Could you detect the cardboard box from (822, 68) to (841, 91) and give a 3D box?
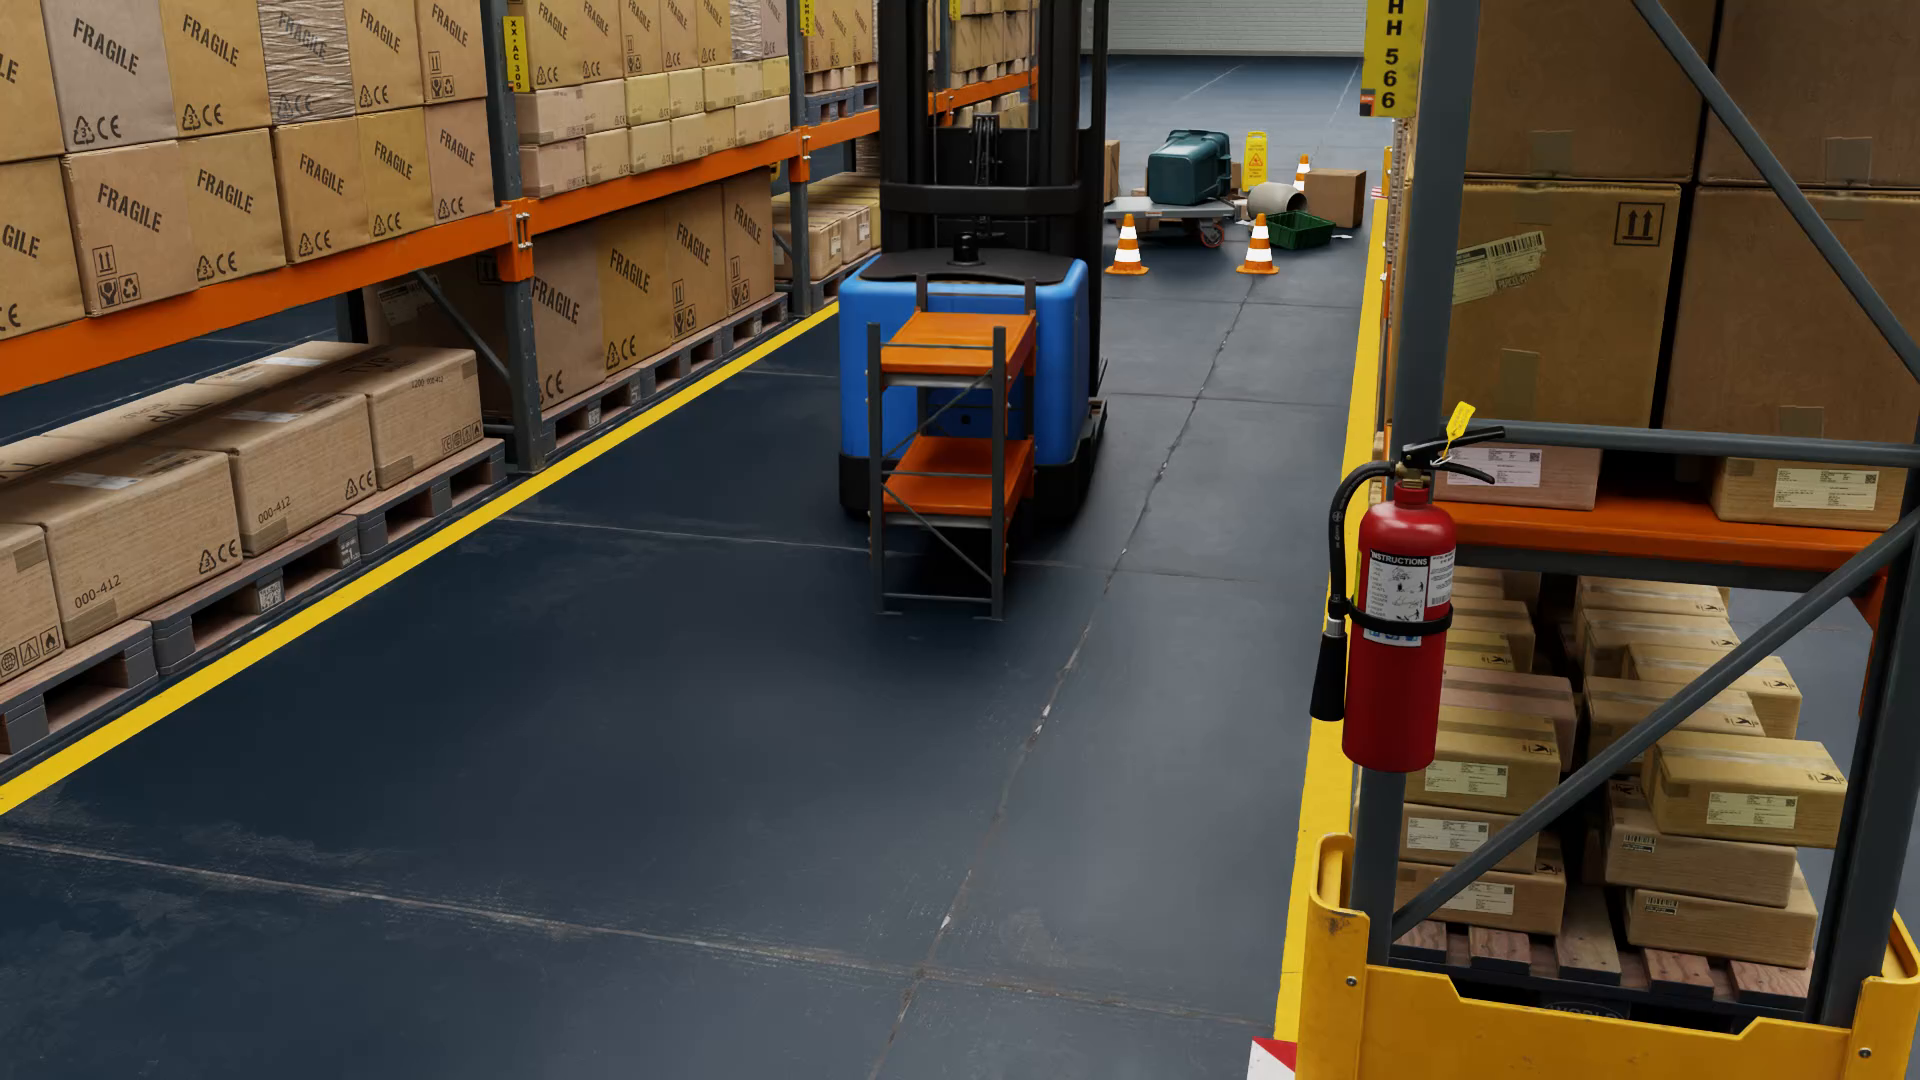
[{"bbox_3d":[-1.089,-3.375,12.167,0.380,0.149,0.250,3,19,10],"label":"cardboard box"}]

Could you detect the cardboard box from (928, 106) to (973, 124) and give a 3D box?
[{"bbox_3d":[-0.090,-4.051,15.848,0.380,0.149,0.250,5,19,14],"label":"cardboard box"}]

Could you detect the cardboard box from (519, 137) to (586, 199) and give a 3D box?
[{"bbox_3d":[-2.176,-1.832,8.144,0.500,0.250,0.500,4,19,12],"label":"cardboard box"}]

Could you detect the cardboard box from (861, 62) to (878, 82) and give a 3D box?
[{"bbox_3d":[-0.860,-3.710,13.147,0.380,0.149,0.250,5,20,15],"label":"cardboard box"}]

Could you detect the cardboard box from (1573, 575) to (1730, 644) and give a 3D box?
[{"bbox_3d":[1.959,0.223,4.735,0.380,0.149,0.250,5,20,16],"label":"cardboard box"}]

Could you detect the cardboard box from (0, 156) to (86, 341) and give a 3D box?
[{"bbox_3d":[-3.024,-0.868,4.935,0.500,0.500,0.500,4,19,13],"label":"cardboard box"}]

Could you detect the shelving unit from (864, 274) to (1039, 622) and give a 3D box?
[{"bbox_3d":[-0.010,-0.402,6.624,0.538,1.125,1.048,3,19,8],"label":"shelving unit"}]

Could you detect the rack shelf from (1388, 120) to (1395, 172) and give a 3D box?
[{"bbox_3d":[3.751,-2.967,12.347,1.077,0.370,4.000,5,19,13],"label":"rack shelf"}]

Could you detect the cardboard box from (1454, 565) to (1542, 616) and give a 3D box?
[{"bbox_3d":[1.557,0.106,5.078,0.380,0.149,0.250,4,19,12],"label":"cardboard box"}]

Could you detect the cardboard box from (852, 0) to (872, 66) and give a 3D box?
[{"bbox_3d":[-0.984,-3.880,12.643,0.500,0.500,0.500,5,19,14],"label":"cardboard box"}]

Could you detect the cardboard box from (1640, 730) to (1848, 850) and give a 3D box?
[{"bbox_3d":[1.766,0.558,3.753,0.380,0.149,0.250,4,19,11],"label":"cardboard box"}]

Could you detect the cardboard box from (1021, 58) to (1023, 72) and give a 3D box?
[{"bbox_3d":[0.471,-5.128,17.948,0.380,0.149,0.250,4,19,12],"label":"cardboard box"}]

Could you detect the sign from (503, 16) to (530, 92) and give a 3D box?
[{"bbox_3d":[-2.001,-2.190,7.497,0.100,0.325,0.005,5,19,13],"label":"sign"}]

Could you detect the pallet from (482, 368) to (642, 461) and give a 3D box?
[{"bbox_3d":[-2.424,-0.714,8.953,1.003,0.211,1.213,5,19,13],"label":"pallet"}]

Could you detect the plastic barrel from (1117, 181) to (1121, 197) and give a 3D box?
[{"bbox_3d":[1.356,-3.561,16.959,0.421,0.421,0.512,-13,23,-34],"label":"plastic barrel"}]

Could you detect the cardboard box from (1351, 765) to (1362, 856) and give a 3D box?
[{"bbox_3d":[1.199,0.707,4.238,0.380,0.149,0.250,5,20,15],"label":"cardboard box"}]

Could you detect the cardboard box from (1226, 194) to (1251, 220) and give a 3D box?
[{"bbox_3d":[2.874,-3.325,16.511,0.396,0.266,0.258,8,21,23],"label":"cardboard box"}]

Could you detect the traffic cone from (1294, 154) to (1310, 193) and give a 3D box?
[{"bbox_3d":[3.711,-3.933,17.988,0.336,0.463,0.334,5,19,13],"label":"traffic cone"}]

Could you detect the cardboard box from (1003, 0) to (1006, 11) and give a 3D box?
[{"bbox_3d":[0.067,-5.560,16.663,0.700,0.500,0.500,5,19,13],"label":"cardboard box"}]

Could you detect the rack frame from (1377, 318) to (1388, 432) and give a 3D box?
[{"bbox_3d":[2.285,-1.427,6.725,1.000,3.000,0.127,5,19,13],"label":"rack frame"}]

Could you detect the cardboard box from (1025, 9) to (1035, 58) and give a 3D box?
[{"bbox_3d":[0.527,-5.544,18.162,0.500,0.500,0.500,4,19,12],"label":"cardboard box"}]

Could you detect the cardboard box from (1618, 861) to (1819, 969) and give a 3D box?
[{"bbox_3d":[1.747,0.838,3.854,0.380,0.149,0.250,5,20,14],"label":"cardboard box"}]

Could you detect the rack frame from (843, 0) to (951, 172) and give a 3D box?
[{"bbox_3d":[-0.585,-4.294,15.118,1.000,3.000,0.127,5,19,13],"label":"rack frame"}]

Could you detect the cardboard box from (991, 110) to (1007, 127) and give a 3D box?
[{"bbox_3d":[0.195,-4.207,17.307,0.500,0.500,0.500,4,19,12],"label":"cardboard box"}]

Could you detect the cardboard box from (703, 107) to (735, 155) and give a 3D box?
[{"bbox_3d":[-1.682,-2.472,10.016,0.500,0.250,0.500,4,19,13],"label":"cardboard box"}]

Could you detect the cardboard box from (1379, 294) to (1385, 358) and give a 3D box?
[{"bbox_3d":[2.723,-1.337,9.679,0.500,0.500,0.500,5,19,14],"label":"cardboard box"}]

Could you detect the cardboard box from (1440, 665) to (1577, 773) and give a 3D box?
[{"bbox_3d":[1.309,0.435,4.113,0.380,0.149,0.250,5,19,14],"label":"cardboard box"}]

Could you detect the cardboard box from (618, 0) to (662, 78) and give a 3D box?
[{"bbox_3d":[-1.931,-2.741,8.869,0.500,0.500,0.500,4,19,12],"label":"cardboard box"}]

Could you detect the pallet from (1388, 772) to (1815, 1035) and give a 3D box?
[{"bbox_3d":[1.560,0.871,4.312,1.003,0.211,1.213,5,19,13],"label":"pallet"}]

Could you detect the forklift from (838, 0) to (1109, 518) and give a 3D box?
[{"bbox_3d":[0.191,-1.918,8.269,1.130,2.935,3.031,3,19,8],"label":"forklift"}]

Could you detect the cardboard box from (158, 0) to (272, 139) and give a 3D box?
[{"bbox_3d":[-2.764,-1.662,5.711,0.500,0.500,0.500,5,19,14],"label":"cardboard box"}]

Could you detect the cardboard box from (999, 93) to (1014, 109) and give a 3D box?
[{"bbox_3d":[0.361,-4.636,17.561,0.380,0.149,0.250,5,19,14],"label":"cardboard box"}]

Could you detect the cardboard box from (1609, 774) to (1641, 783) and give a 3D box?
[{"bbox_3d":[1.807,0.611,4.059,0.380,0.149,0.250,5,19,13],"label":"cardboard box"}]

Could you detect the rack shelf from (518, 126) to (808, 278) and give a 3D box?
[{"bbox_3d":[-2.051,-2.073,9.728,1.077,0.370,4.000,5,19,13],"label":"rack shelf"}]

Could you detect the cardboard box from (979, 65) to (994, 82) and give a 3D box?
[{"bbox_3d":[0.125,-4.648,16.545,0.380,0.149,0.250,5,19,14],"label":"cardboard box"}]

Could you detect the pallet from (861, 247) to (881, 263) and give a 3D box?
[{"bbox_3d":[-1.069,-2.346,13.731,1.003,0.211,1.213,5,19,13],"label":"pallet"}]

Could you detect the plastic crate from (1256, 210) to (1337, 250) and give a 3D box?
[{"bbox_3d":[3.012,-2.789,14.974,0.450,0.188,0.662,29,33,36],"label":"plastic crate"}]

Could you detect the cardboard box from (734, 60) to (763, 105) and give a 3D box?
[{"bbox_3d":[-1.556,-2.873,10.416,0.500,0.250,0.500,4,19,12],"label":"cardboard box"}]

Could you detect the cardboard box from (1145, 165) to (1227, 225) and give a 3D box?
[{"bbox_3d":[2.198,-3.386,16.113,0.797,0.637,0.503,5,19,13],"label":"cardboard box"}]

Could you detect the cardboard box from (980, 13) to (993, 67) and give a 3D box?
[{"bbox_3d":[0.029,-4.913,16.316,0.500,0.500,0.500,4,19,13],"label":"cardboard box"}]

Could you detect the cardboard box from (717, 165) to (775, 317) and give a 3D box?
[{"bbox_3d":[-1.811,-2.023,11.108,0.875,0.875,0.875,4,19,13],"label":"cardboard box"}]

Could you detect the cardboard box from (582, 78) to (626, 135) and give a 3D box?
[{"bbox_3d":[-2.058,-2.233,8.544,0.500,0.250,0.500,5,19,14],"label":"cardboard box"}]

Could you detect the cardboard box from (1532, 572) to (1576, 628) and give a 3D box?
[{"bbox_3d":[2.023,0.193,5.284,0.380,0.149,0.250,6,20,16],"label":"cardboard box"}]

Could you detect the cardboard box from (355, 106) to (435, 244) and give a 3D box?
[{"bbox_3d":[-2.525,-1.506,6.802,0.500,0.500,0.500,4,19,12],"label":"cardboard box"}]

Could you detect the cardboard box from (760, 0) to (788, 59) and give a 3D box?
[{"bbox_3d":[-1.435,-3.378,10.734,0.500,0.500,0.500,4,19,12],"label":"cardboard box"}]

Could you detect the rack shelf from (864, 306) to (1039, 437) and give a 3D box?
[{"bbox_3d":[-0.010,-0.679,6.530,0.538,0.278,1.000,3,19,8],"label":"rack shelf"}]

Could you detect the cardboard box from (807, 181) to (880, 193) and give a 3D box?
[{"bbox_3d":[-0.883,-2.859,14.332,0.950,0.372,0.625,6,20,17],"label":"cardboard box"}]

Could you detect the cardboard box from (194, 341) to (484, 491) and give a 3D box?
[{"bbox_3d":[-2.797,-0.584,7.571,0.875,0.438,0.875,4,19,13],"label":"cardboard box"}]

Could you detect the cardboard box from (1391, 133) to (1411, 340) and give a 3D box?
[{"bbox_3d":[1.299,-0.684,3.933,0.500,0.500,0.500,4,19,12],"label":"cardboard box"}]

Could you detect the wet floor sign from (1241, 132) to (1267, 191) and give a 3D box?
[{"bbox_3d":[3.304,-4.240,18.601,0.267,0.644,0.232,1,19,4],"label":"wet floor sign"}]

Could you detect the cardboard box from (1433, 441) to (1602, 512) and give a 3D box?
[{"bbox_3d":[1.114,-0.179,3.459,0.380,0.149,0.250,5,19,13],"label":"cardboard box"}]

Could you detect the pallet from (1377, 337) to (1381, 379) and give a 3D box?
[{"bbox_3d":[3.070,-1.116,10.129,1.003,0.211,1.213,5,19,13],"label":"pallet"}]

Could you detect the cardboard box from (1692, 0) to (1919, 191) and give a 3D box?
[{"bbox_3d":[1.675,-0.954,3.179,0.500,0.500,0.500,5,19,13],"label":"cardboard box"}]
